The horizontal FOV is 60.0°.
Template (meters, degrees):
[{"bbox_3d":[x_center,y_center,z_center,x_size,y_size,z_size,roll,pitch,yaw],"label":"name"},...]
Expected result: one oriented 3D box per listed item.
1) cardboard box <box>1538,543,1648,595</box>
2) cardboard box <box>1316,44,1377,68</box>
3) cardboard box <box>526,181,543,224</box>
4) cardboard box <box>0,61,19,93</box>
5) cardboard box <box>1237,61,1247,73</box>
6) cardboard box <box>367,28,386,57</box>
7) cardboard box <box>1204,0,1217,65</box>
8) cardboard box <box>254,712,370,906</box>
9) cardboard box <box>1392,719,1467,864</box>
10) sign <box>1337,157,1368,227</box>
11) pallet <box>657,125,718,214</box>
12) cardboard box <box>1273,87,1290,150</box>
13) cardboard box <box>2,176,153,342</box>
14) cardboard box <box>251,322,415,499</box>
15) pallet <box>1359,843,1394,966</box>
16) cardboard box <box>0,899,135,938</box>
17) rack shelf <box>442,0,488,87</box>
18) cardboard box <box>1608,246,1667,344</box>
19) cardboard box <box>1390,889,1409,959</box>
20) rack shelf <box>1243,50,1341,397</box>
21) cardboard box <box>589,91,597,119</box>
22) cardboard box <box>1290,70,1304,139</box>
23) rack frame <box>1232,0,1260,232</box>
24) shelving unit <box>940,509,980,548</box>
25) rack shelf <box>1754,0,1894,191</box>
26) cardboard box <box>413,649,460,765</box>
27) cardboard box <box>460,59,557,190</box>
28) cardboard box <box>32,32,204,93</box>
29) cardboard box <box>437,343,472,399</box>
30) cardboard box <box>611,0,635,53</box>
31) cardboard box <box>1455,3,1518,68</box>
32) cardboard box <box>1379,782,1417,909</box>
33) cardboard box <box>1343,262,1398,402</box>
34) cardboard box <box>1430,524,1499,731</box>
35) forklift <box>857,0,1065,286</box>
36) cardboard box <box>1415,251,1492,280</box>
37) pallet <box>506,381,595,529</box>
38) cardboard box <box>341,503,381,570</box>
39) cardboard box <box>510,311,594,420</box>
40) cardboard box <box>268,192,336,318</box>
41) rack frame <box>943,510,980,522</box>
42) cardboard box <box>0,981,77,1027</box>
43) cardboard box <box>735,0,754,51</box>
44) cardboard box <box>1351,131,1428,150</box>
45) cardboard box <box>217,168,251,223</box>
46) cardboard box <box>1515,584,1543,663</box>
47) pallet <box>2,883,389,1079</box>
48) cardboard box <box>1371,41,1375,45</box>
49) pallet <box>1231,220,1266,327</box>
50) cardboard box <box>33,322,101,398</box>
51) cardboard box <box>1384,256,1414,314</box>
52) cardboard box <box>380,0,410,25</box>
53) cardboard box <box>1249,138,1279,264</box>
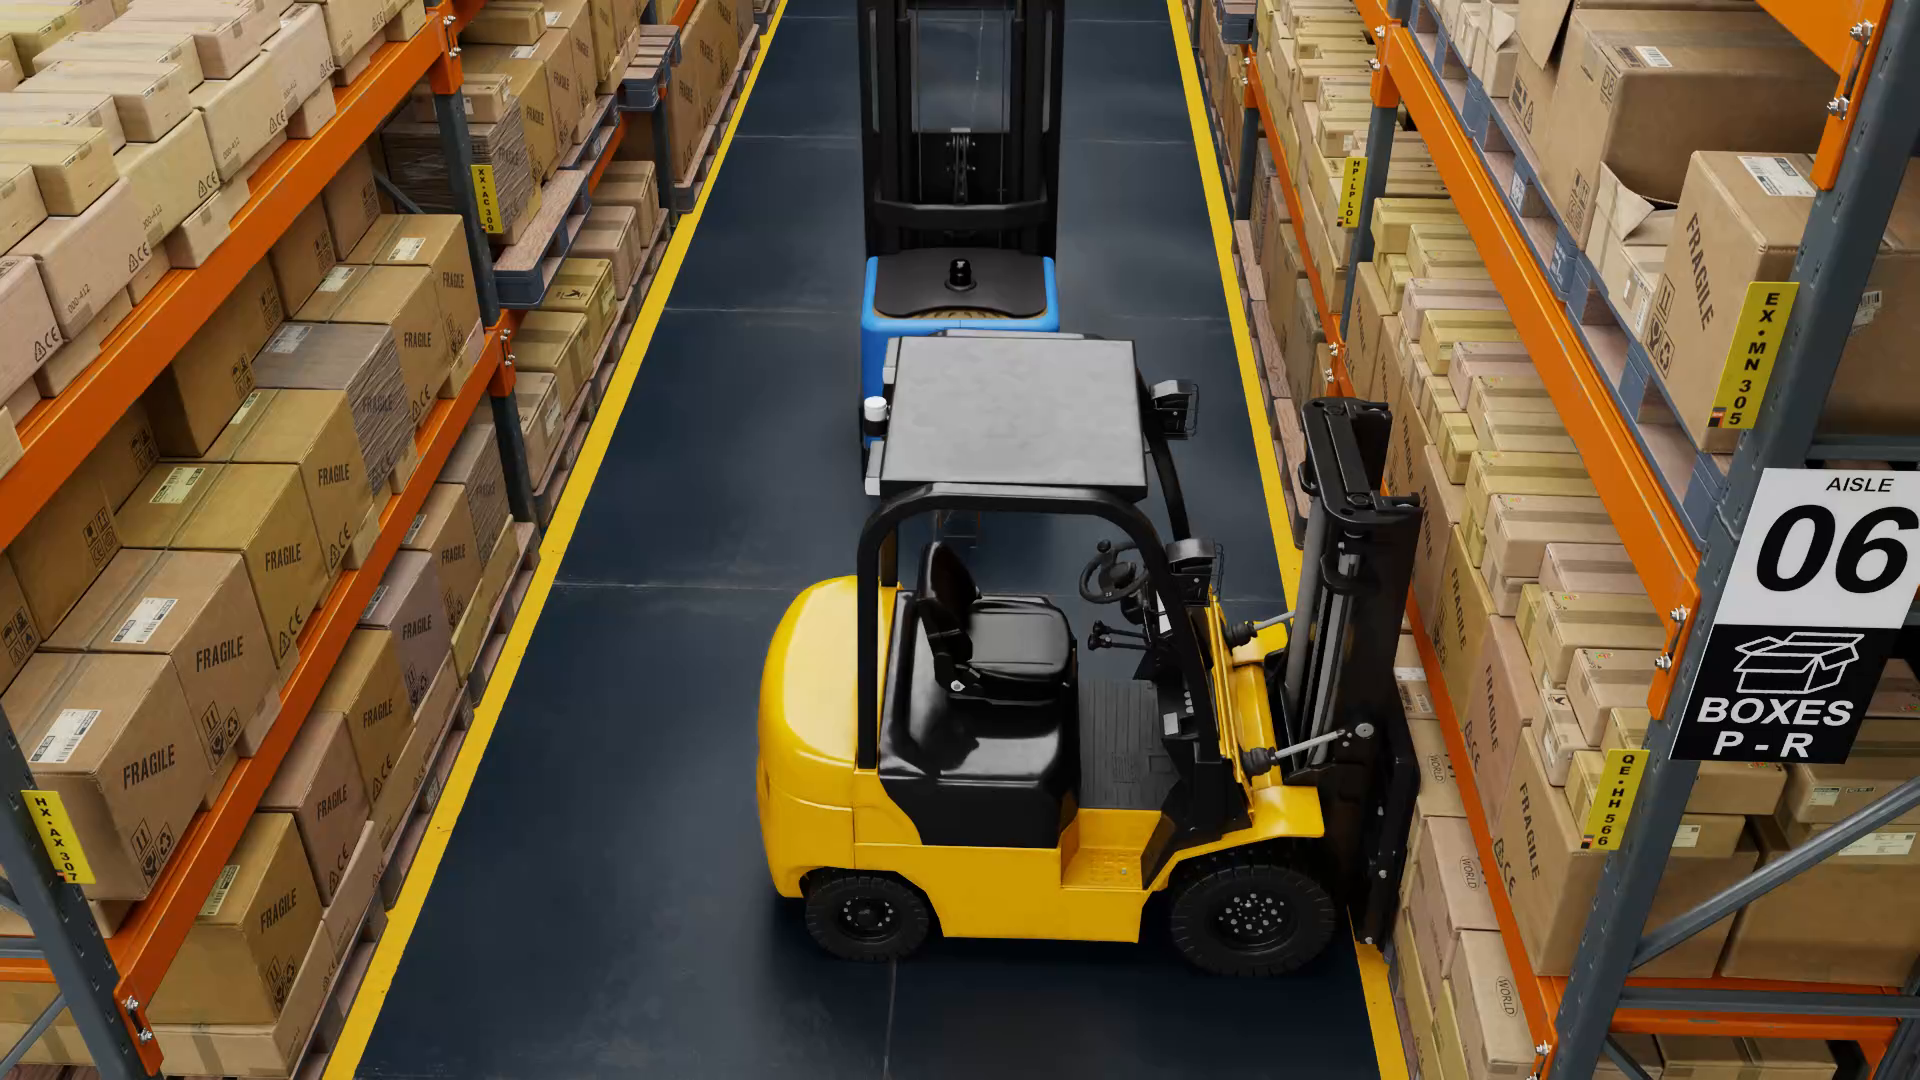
[{"bbox_3d":[1.963,0.142,4.975,0.380,0.149,0.250,2,35,2],"label":"cardboard box"},{"bbox_3d":[2.171,-2.617,9.160,0.380,0.149,0.250,1,35,2],"label":"cardboard box"},{"bbox_3d":[-2.330,-1.717,8.384,0.380,0.149,0.250,2,35,3],"label":"cardboard box"},{"bbox_3d":[-2.973,-1.278,4.821,0.380,0.149,0.250,0,35,1],"label":"cardboard box"},{"bbox_3d":[2.235,-3.392,12.159,0.380,0.149,0.250,0,35,0],"label":"cardboard box"},{"bbox_3d":[-2.493,-1.988,6.525,0.380,0.149,0.250,2,35,2],"label":"cardboard box"},{"bbox_3d":[2.338,-4.249,13.941,0.500,0.500,0.500,1,35,1],"label":"cardboard box"},{"bbox_3d":[-2.522,0.978,6.069,0.500,0.500,0.500,0,35,0],"label":"cardboard box"},{"bbox_3d":[1.844,0.904,5.957,0.500,0.250,0.500,2,35,2],"label":"cardboard box"},{"bbox_3d":[1.730,-1.531,7.327,0.100,0.325,0.005,1,35,2],"label":"sign"},{"bbox_3d":[-2.419,-2.803,12.501,1.003,0.211,1.213,1,35,2],"label":"pallet"},{"bbox_3d":[2.133,-2.485,9.753,0.500,0.250,0.500,0,35,0],"label":"cardboard box"},{"bbox_3d":[-2.531,-0.756,4.426,0.500,0.250,0.500,1,35,1],"label":"cardboard box"},{"bbox_3d":[-2.486,-0.502,6.456,0.500,0.500,0.500,2,35,3],"label":"cardboard box"},{"bbox_3d":[2.153,1.217,6.780,1.003,0.211,1.213,1,35,2],"label":"pallet"},{"bbox_3d":[-2.627,1.016,4.860,0.380,0.149,0.250,1,35,2],"label":"cardboard box"},{"bbox_3d":[-2.607,-3.277,8.766,1.077,0.370,4.000,1,35,2],"label":"rack shelf"},{"bbox_3d":[1.842,-0.604,4.105,0.380,0.149,0.250,0,35,1],"label":"cardboard box"},{"bbox_3d":[1.874,1.319,6.236,0.500,0.250,0.500,2,35,2],"label":"cardboard box"},{"bbox_3d":[2.353,-1.937,9.469,1.077,0.370,4.000,1,35,2],"label":"rack shelf"},{"bbox_3d":[-2.287,-2.476,9.464,0.380,0.149,0.250,0,35,0],"label":"cardboard box"},{"bbox_3d":[2.116,-2.392,9.187,0.500,0.250,0.500,2,35,3],"label":"cardboard box"},{"bbox_3d":[2.434,-3.380,10.897,1.000,3.000,0.127,1,35,2],"label":"rack frame"},{"bbox_3d":[0.002,-0.460,8.438,0.215,1.050,0.252,1,35,2],"label":"shelving unit"},{"bbox_3d":[2.193,-1.930,4.589,1.077,0.370,4.000,1,35,2],"label":"rack shelf"},{"bbox_3d":[-2.478,0.702,7.114,0.500,0.250,0.500,2,35,3],"label":"cardboard box"},{"bbox_3d":[-2.362,-2.080,8.335,0.500,0.500,0.500,1,35,2],"label":"cardboard box"},{"bbox_3d":[-2.537,-1.420,5.024,0.380,0.149,0.250,2,35,3],"label":"cardboard box"},{"bbox_3d":[-2.398,-0.757,7.382,0.380,0.149,0.250,2,35,3],"label":"cardboard box"},{"bbox_3d":[-2.276,-3.263,10.018,0.500,0.500,0.500,1,35,1],"label":"cardboard box"},{"bbox_3d":[1.921,-1.727,5.702,0.380,0.149,0.250,2,35,3],"label":"cardboard box"},{"bbox_3d":[1.850,1.093,6.124,0.500,0.250,0.500,1,35,1],"label":"cardboard box"},{"bbox_3d":[1.994,-0.874,7.244,0.500,0.500,0.500,0,35,1],"label":"cardboard box"},{"bbox_3d":[1.920,0.294,5.582,0.500,0.500,0.500,1,35,1],"label":"cardboard box"},{"bbox_3d":[0.010,-2.272,9.379,1.121,2.935,3.031,0,35,0],"label":"forklift"},{"bbox_3d":[2.042,-1.035,6.650,0.380,0.149,0.250,1,35,1],"label":"cardboard box"},{"bbox_3d":[-2.657,-0.501,9.225,1.003,0.211,1.213,1,35,2],"label":"pallet"},{"bbox_3d":[-2.447,-0.022,6.336,0.380,0.149,0.250,2,35,2],"label":"cardboard box"},{"bbox_3d":[-2.643,-1.006,9.439,0.950,0.372,0.625,3,35,5],"label":"cardboard box"},{"bbox_3d":[-2.964,-1.226,6.616,0.700,0.500,0.500,2,35,2],"label":"cardboard box"},{"bbox_3d":[0.007,-0.530,8.537,0.200,1.050,0.008,1,35,2],"label":"rack frame"},{"bbox_3d":[-3.076,1.283,5.635,0.500,0.500,0.500,2,35,2],"label":"cardboard box"},{"bbox_3d":[-2.310,-4.736,14.308,0.875,0.875,0.875,2,35,3],"label":"cardboard box"},{"bbox_3d":[2.120,-1.878,8.108,0.380,0.149,0.250,1,35,2],"label":"cardboard box"},{"bbox_3d":[-2.492,-1.099,5.261,0.380,0.149,0.250,0,35,1],"label":"cardboard box"},{"bbox_3d":[1.920,0.267,5.057,0.380,0.149,0.250,1,35,2],"label":"cardboard box"},{"bbox_3d":[-2.777,1.735,6.044,1.003,0.211,1.213,1,35,2],"label":"pallet"},{"bbox_3d":[2.652,-2.678,9.593,0.500,0.250,0.500,1,35,2],"label":"cardboard box"},{"bbox_3d":[2.362,-1.768,11.027,1.003,0.211,1.213,1,35,2],"label":"pallet"},{"bbox_3d":[-2.544,-0.509,4.420,0.380,0.149,0.250,2,35,3],"label":"cardboard box"},{"bbox_3d":[1.988,-1.063,6.948,0.380,0.149,0.250,2,35,3],"label":"cardboard box"},{"bbox_3d":[-2.436,-2.222,6.511,0.500,0.250,0.500,1,35,1],"label":"cardboard box"},{"bbox_3d":[2.395,-2.223,10.950,0.875,0.625,0.625,2,35,3],"label":"cardboard box"}]
